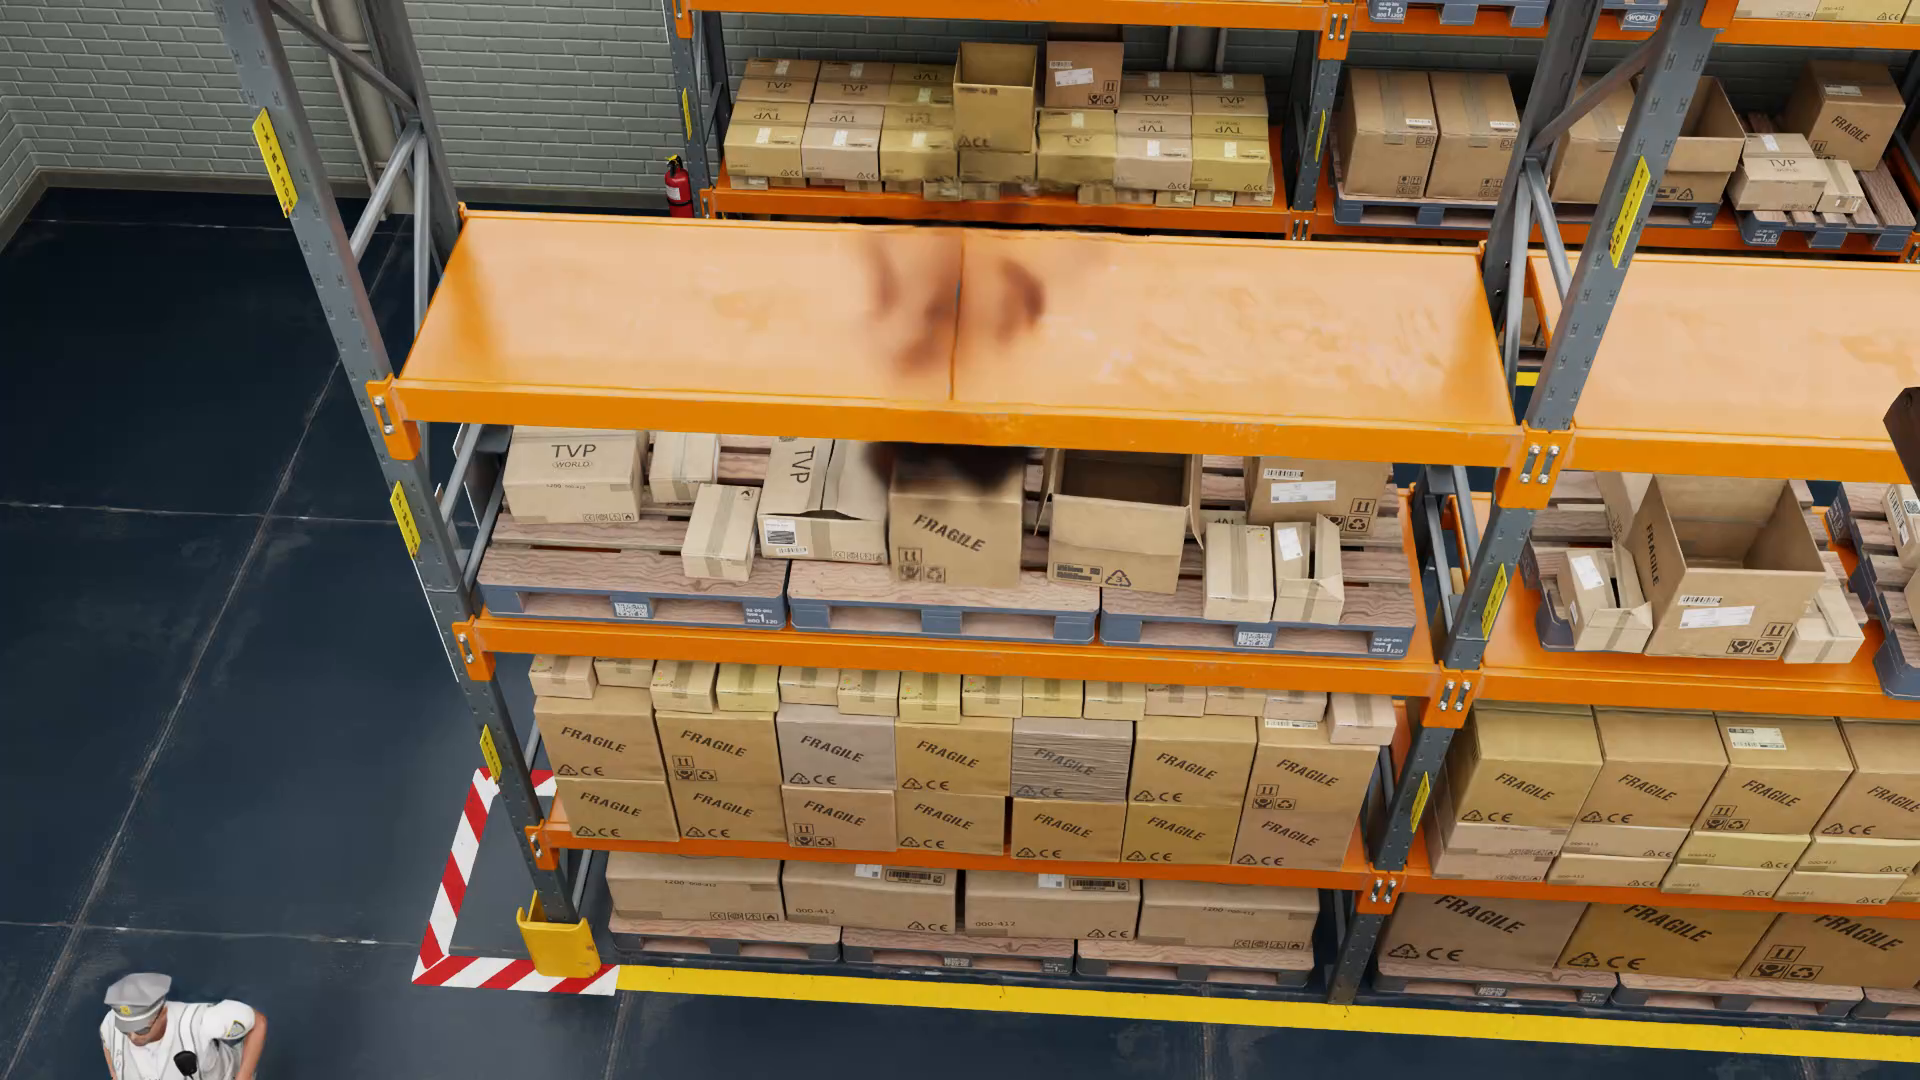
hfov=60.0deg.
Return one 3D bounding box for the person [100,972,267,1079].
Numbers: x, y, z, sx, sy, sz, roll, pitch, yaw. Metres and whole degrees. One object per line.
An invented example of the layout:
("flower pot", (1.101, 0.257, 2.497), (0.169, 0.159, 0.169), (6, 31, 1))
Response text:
("person", (-3.383, 2.435, 7.371), (0.690, 1.776, 0.870), (4, 48, 4))
